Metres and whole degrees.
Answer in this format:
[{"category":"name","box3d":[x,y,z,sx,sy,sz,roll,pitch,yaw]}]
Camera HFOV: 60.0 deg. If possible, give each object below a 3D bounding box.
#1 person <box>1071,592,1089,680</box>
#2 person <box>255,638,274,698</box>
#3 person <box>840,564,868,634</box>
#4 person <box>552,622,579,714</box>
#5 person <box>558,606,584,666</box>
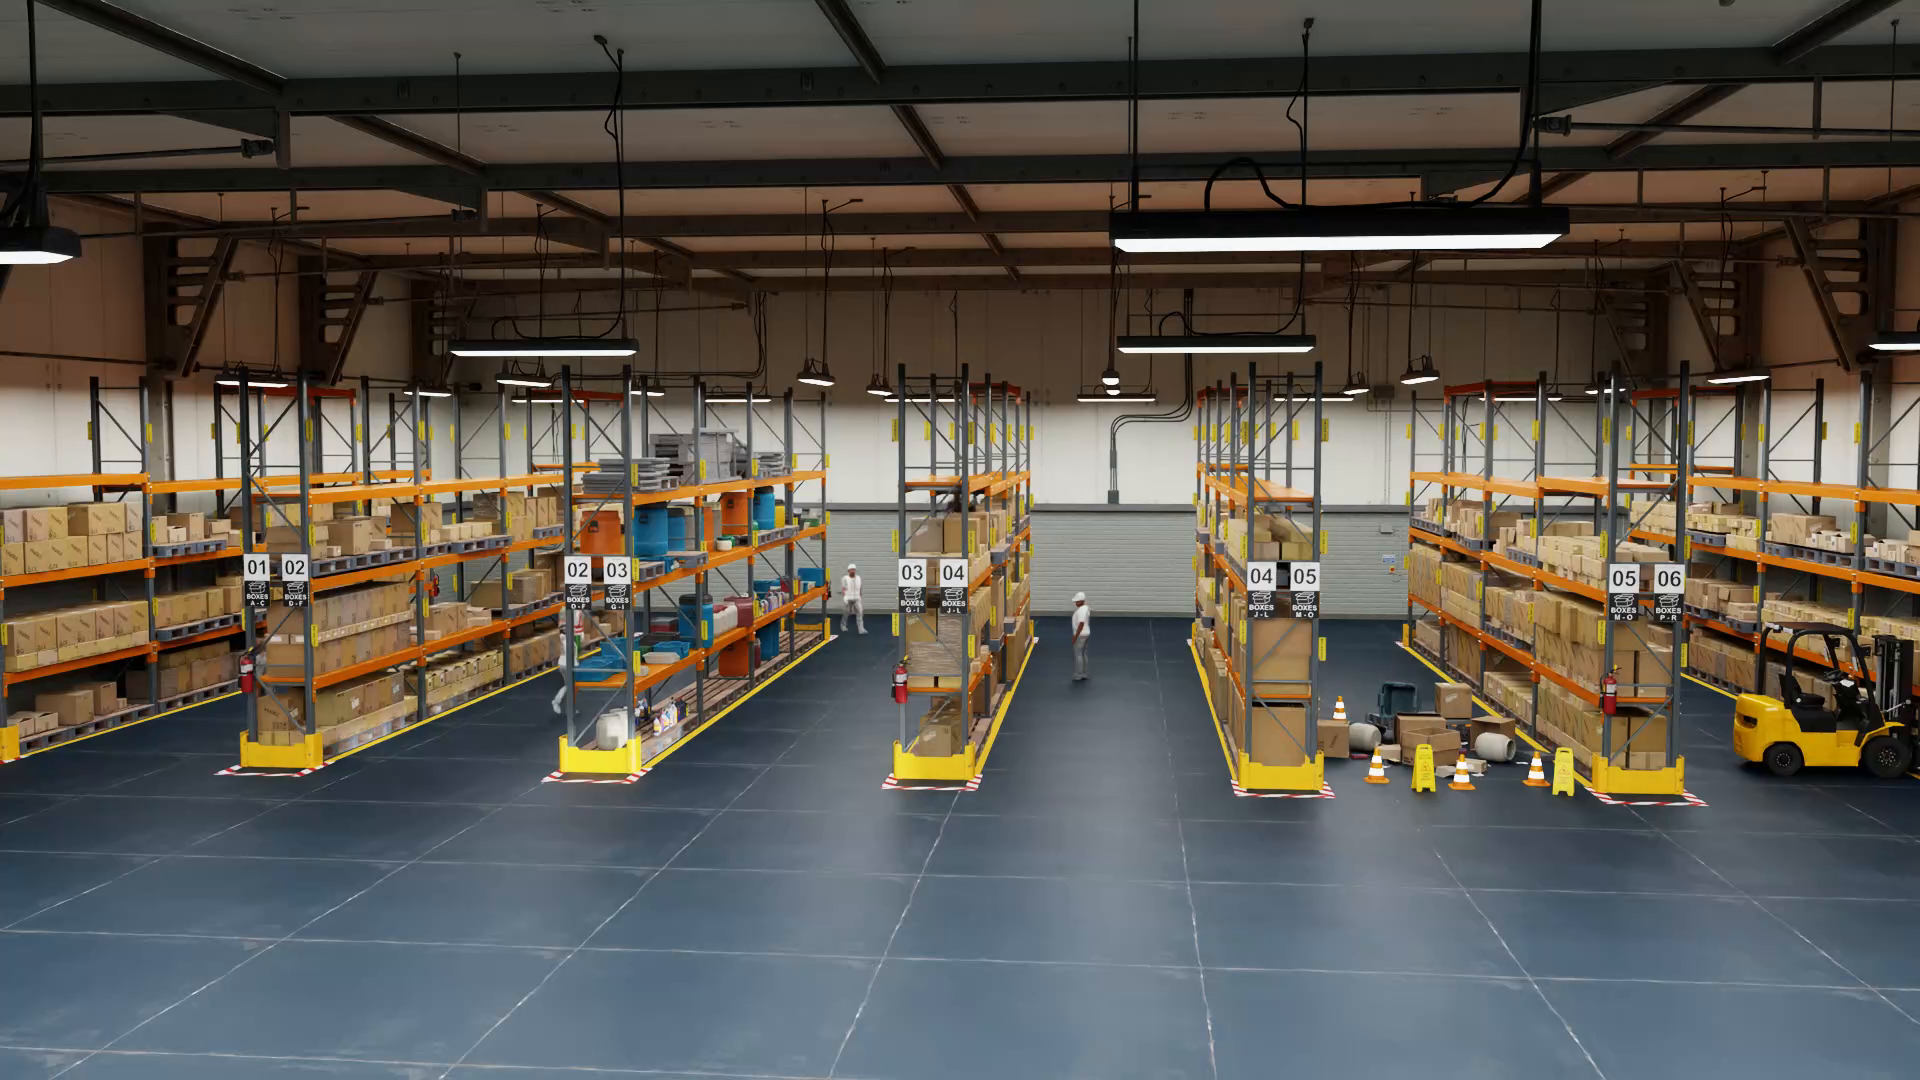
[{"category":"person","box3d":[2.423,1.944,33.670,0.393,1.781,0.604,1,4,15]},{"category":"person","box3d":[-11.665,2.427,27.816,0.398,1.602,0.476,2,4,30]},{"category":"person","box3d":[-2.659,1.469,41.421,0.619,1.743,1.020,-2,4,-32]},{"category":"person","box3d":[-6.966,2.255,29.471,0.476,1.686,0.481,3,5,40]},{"category":"person","box3d":[-7.911,1.930,33.708,0.477,1.735,0.966,1,4,9]}]
